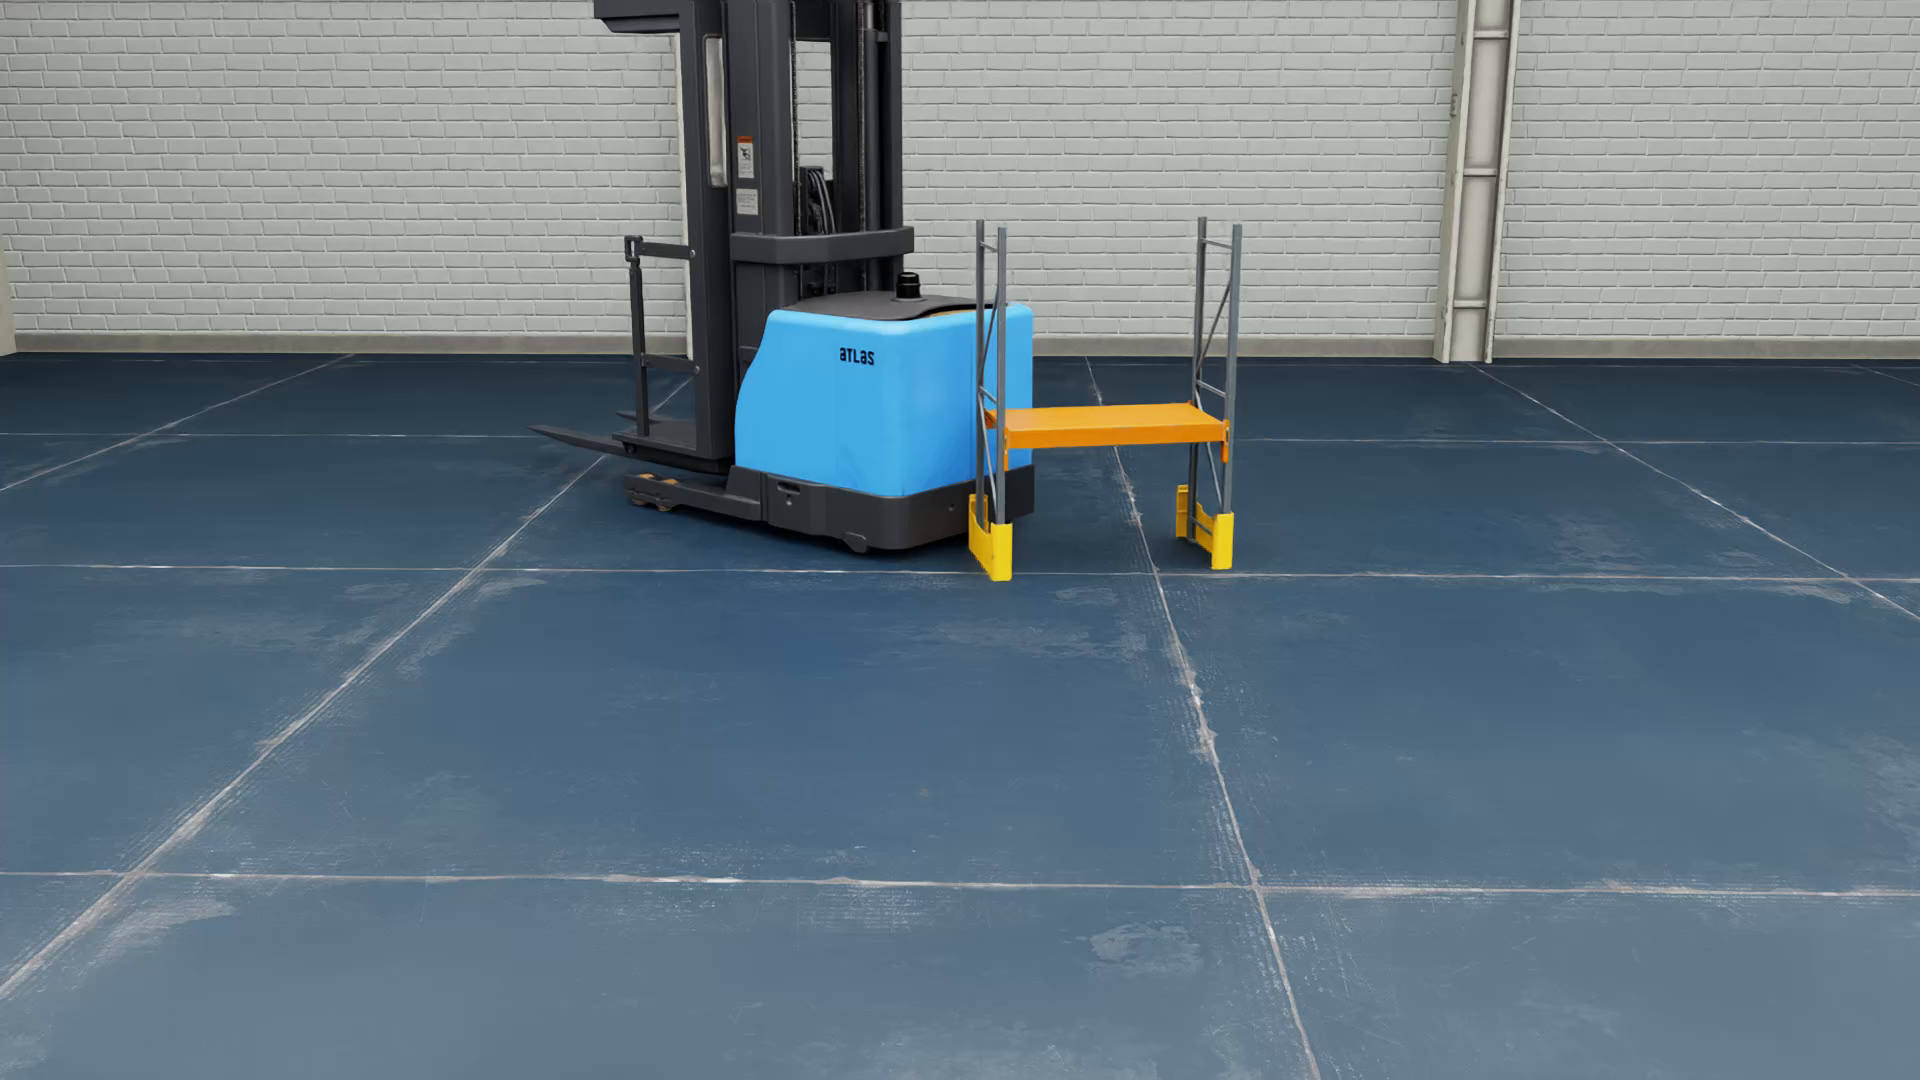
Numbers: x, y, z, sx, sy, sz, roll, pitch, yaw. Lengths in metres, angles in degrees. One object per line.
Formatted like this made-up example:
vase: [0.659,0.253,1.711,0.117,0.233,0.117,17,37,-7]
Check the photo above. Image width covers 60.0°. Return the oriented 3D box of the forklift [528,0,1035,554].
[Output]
forklift: [-1.078,-1.647,8.338,3.031,2.935,1.130,13,19,40]

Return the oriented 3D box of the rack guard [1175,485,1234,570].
rack guard: [1.111,-0.063,7.590,0.087,0.250,0.587,-3,15,-10]

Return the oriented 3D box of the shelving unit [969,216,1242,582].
shelving unit: [0.622,-0.644,7.341,1.083,1.500,0.587,-3,15,-10]

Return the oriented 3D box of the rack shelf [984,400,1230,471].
rack shelf: [0.631,-0.471,7.389,1.000,0.185,0.538,-3,15,-10]

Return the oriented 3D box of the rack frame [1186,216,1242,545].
rack frame: [1.130,-0.669,7.434,0.032,1.500,0.500,-3,15,-10]

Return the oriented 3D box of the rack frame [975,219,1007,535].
rack frame: [0.131,-0.621,7.252,0.032,1.500,0.500,-3,15,-10]

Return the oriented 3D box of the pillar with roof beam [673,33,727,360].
pillar with roof beam: [-2.092,-4.734,8.145,0.400,9.000,9.100,0,15,1]

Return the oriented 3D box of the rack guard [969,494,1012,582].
rack guard: [0.132,-0.016,7.412,0.087,0.250,0.587,-3,15,-10]

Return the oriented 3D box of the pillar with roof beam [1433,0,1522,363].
pillar with roof beam: [3.906,-4.695,7.996,0.400,9.000,9.100,0,15,1]

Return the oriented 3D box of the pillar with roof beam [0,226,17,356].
pillar with roof beam: [-8.090,-4.773,8.293,0.400,9.000,9.100,0,15,1]
